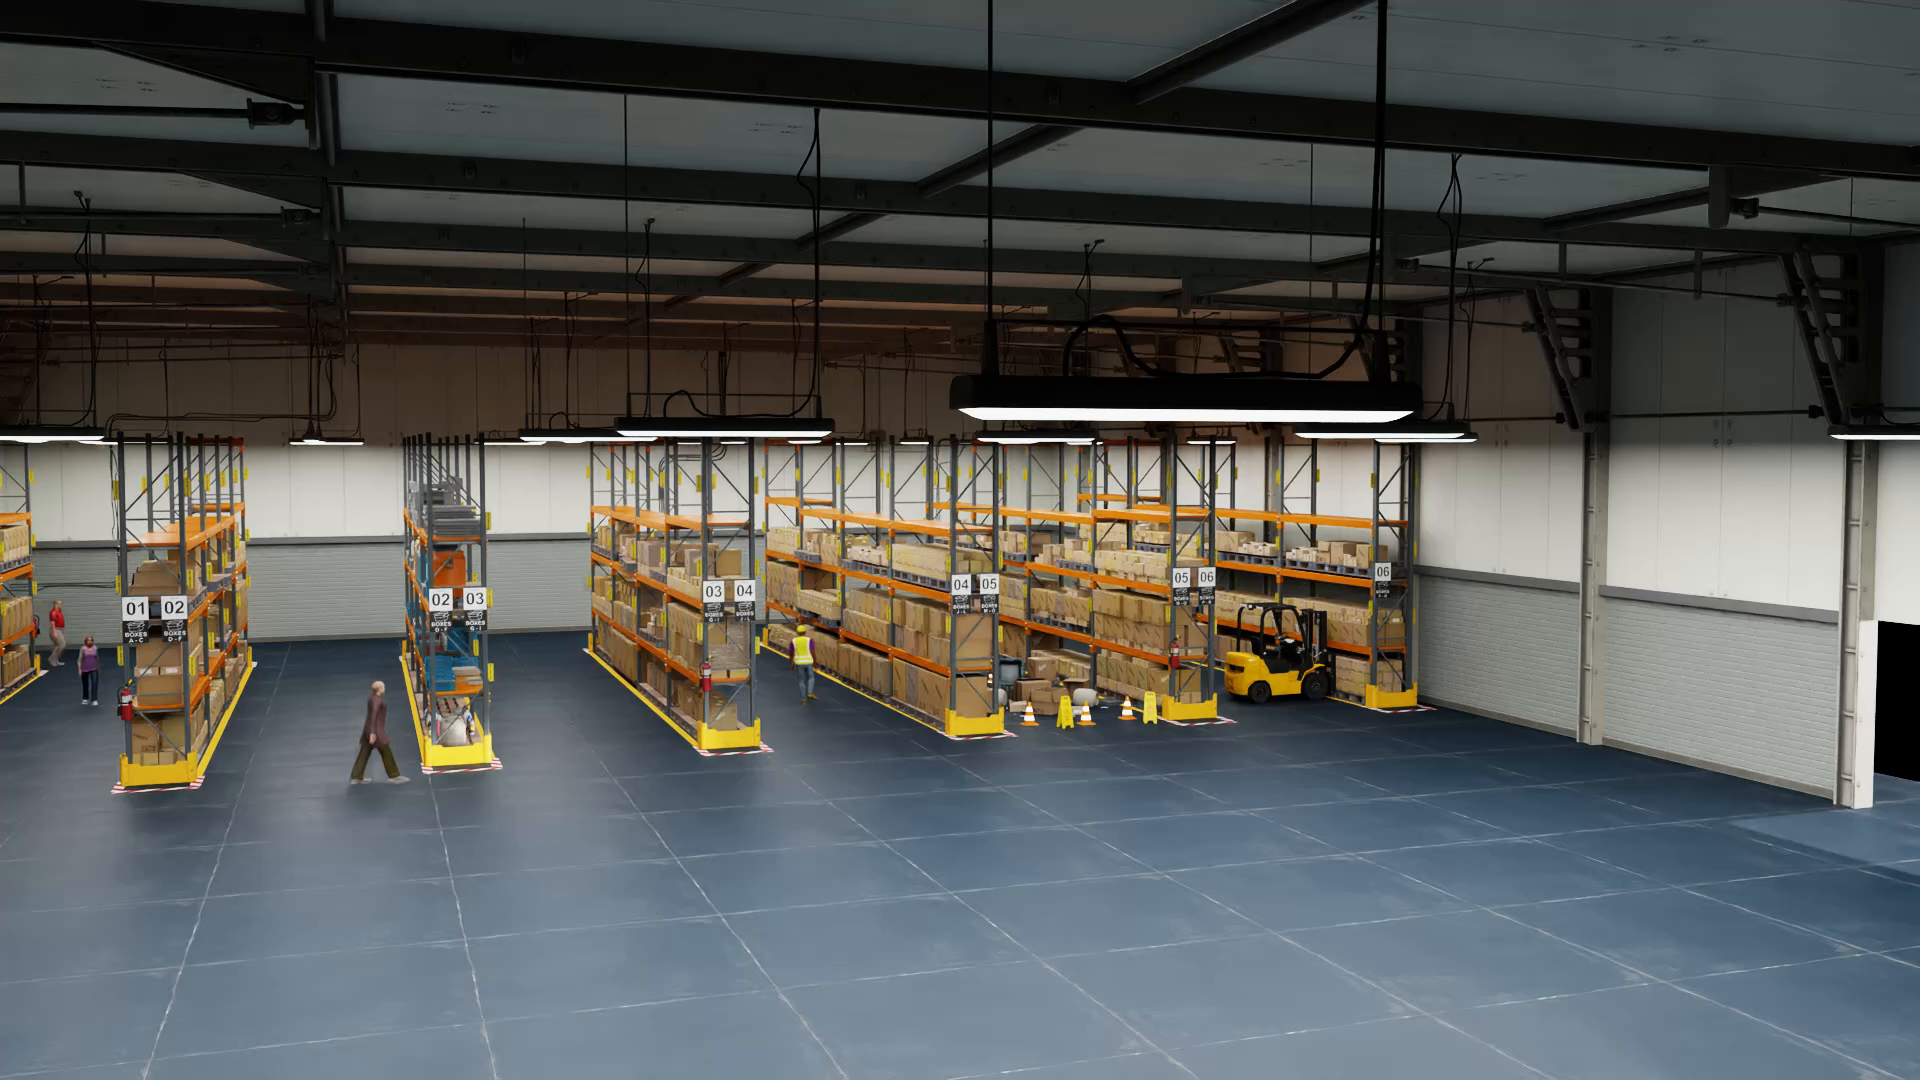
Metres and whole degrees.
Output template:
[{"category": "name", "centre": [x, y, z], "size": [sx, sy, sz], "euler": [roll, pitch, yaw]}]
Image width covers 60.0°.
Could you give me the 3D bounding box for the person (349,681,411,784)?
[{"category": "person", "centre": [-9.896, 3.268, 28.264], "size": [0.970, 1.744, 0.629], "euler": [-2, 4, -34]}]

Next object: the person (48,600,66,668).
[{"category": "person", "centre": [-23.626, 2.445, 43.523], "size": [0.439, 1.746, 0.574], "euler": [-1, 3, -18]}]

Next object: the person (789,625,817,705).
[{"category": "person", "centre": [-3.505, 2.780, 37.133], "size": [0.601, 1.753, 0.509], "euler": [-1, 3, -9]}]

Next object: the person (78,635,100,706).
[{"category": "person", "centre": [-19.245, 2.888, 36.755], "size": [0.463, 1.566, 0.841], "euler": [-2, 4, -36]}]
